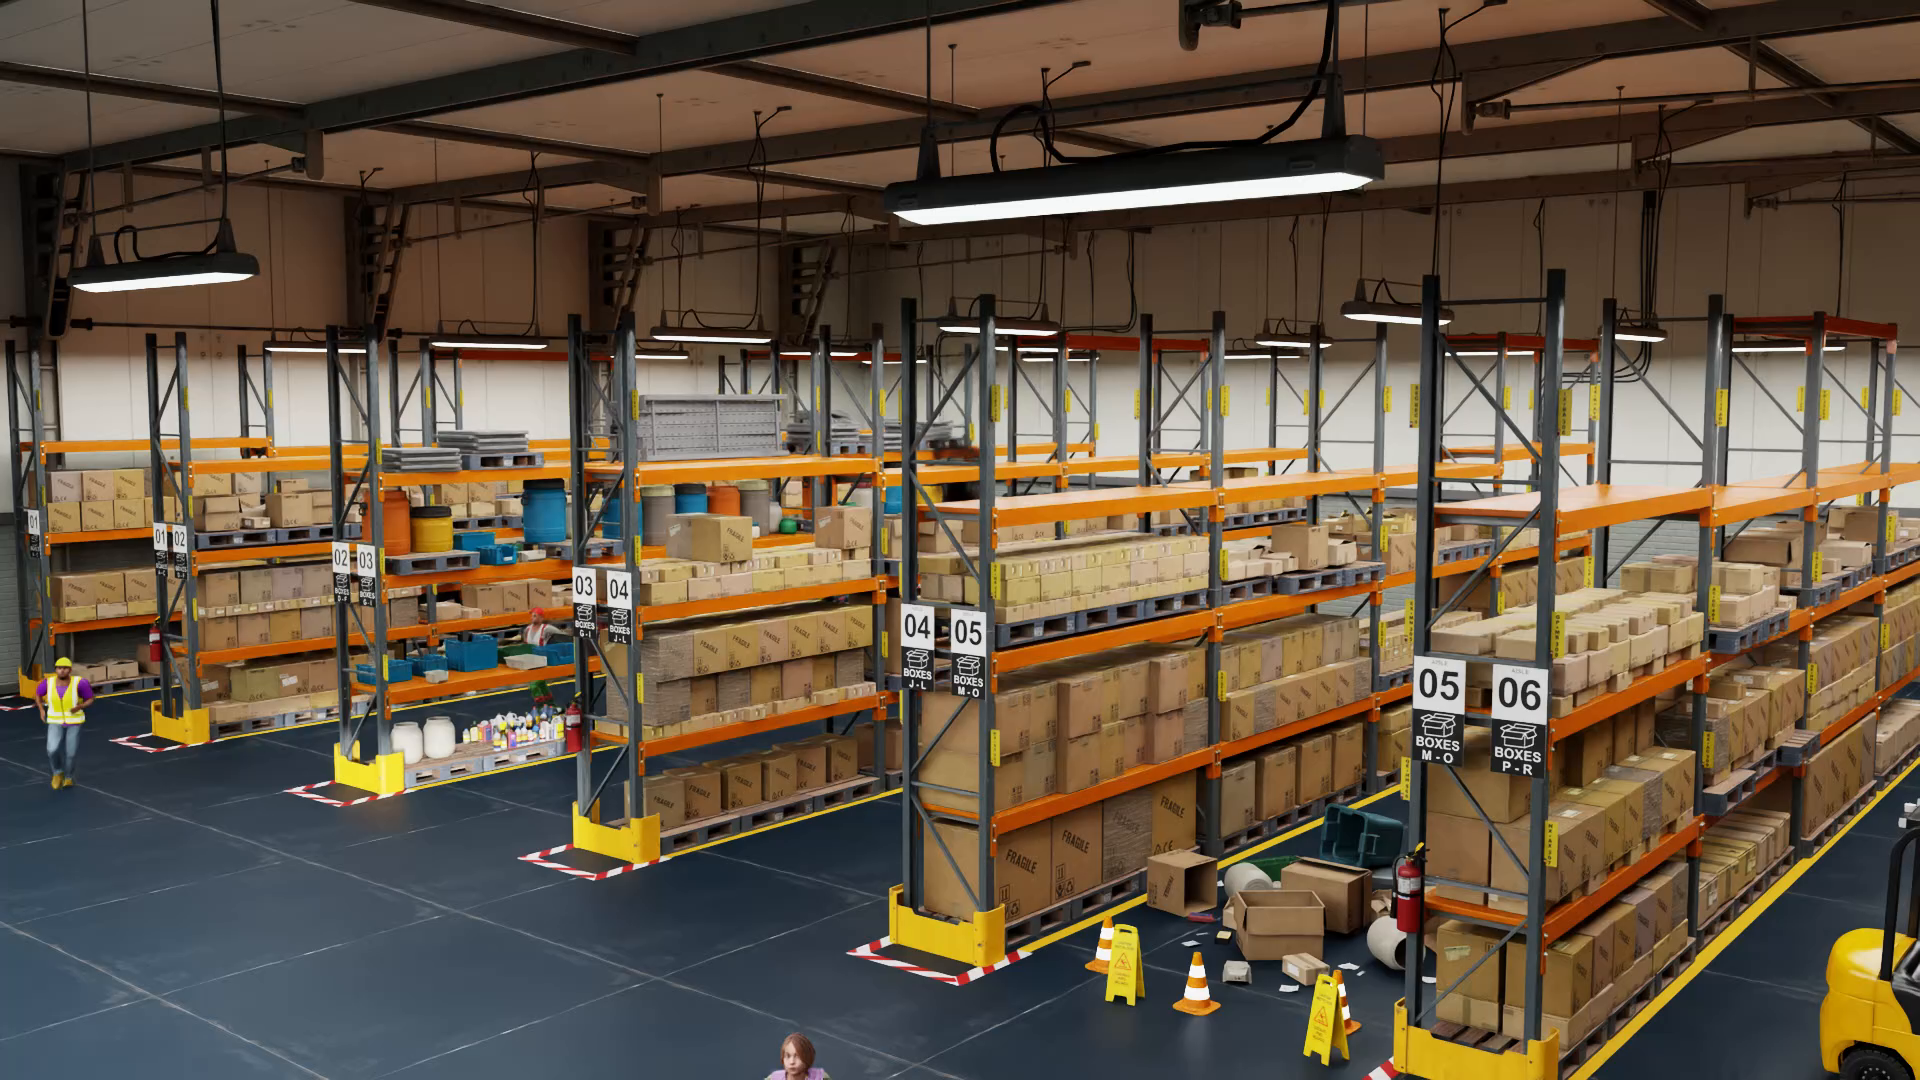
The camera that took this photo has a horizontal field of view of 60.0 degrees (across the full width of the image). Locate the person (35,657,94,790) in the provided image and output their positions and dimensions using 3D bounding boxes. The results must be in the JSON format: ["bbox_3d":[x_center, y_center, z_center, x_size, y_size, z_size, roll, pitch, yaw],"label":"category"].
[{"bbox_3d":[-11.541,2.363,21.444,0.689,1.717,0.696,-2,6,-23],"label":"person"}]

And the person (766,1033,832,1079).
[{"bbox_3d":[-0.905,3.547,9.467,0.543,1.586,0.694,0,5,-3],"label":"person"}]

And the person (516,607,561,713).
[{"bbox_3d":[-6.609,1.950,25.931,0.636,1.823,0.676,3,6,33],"label":"person"}]
